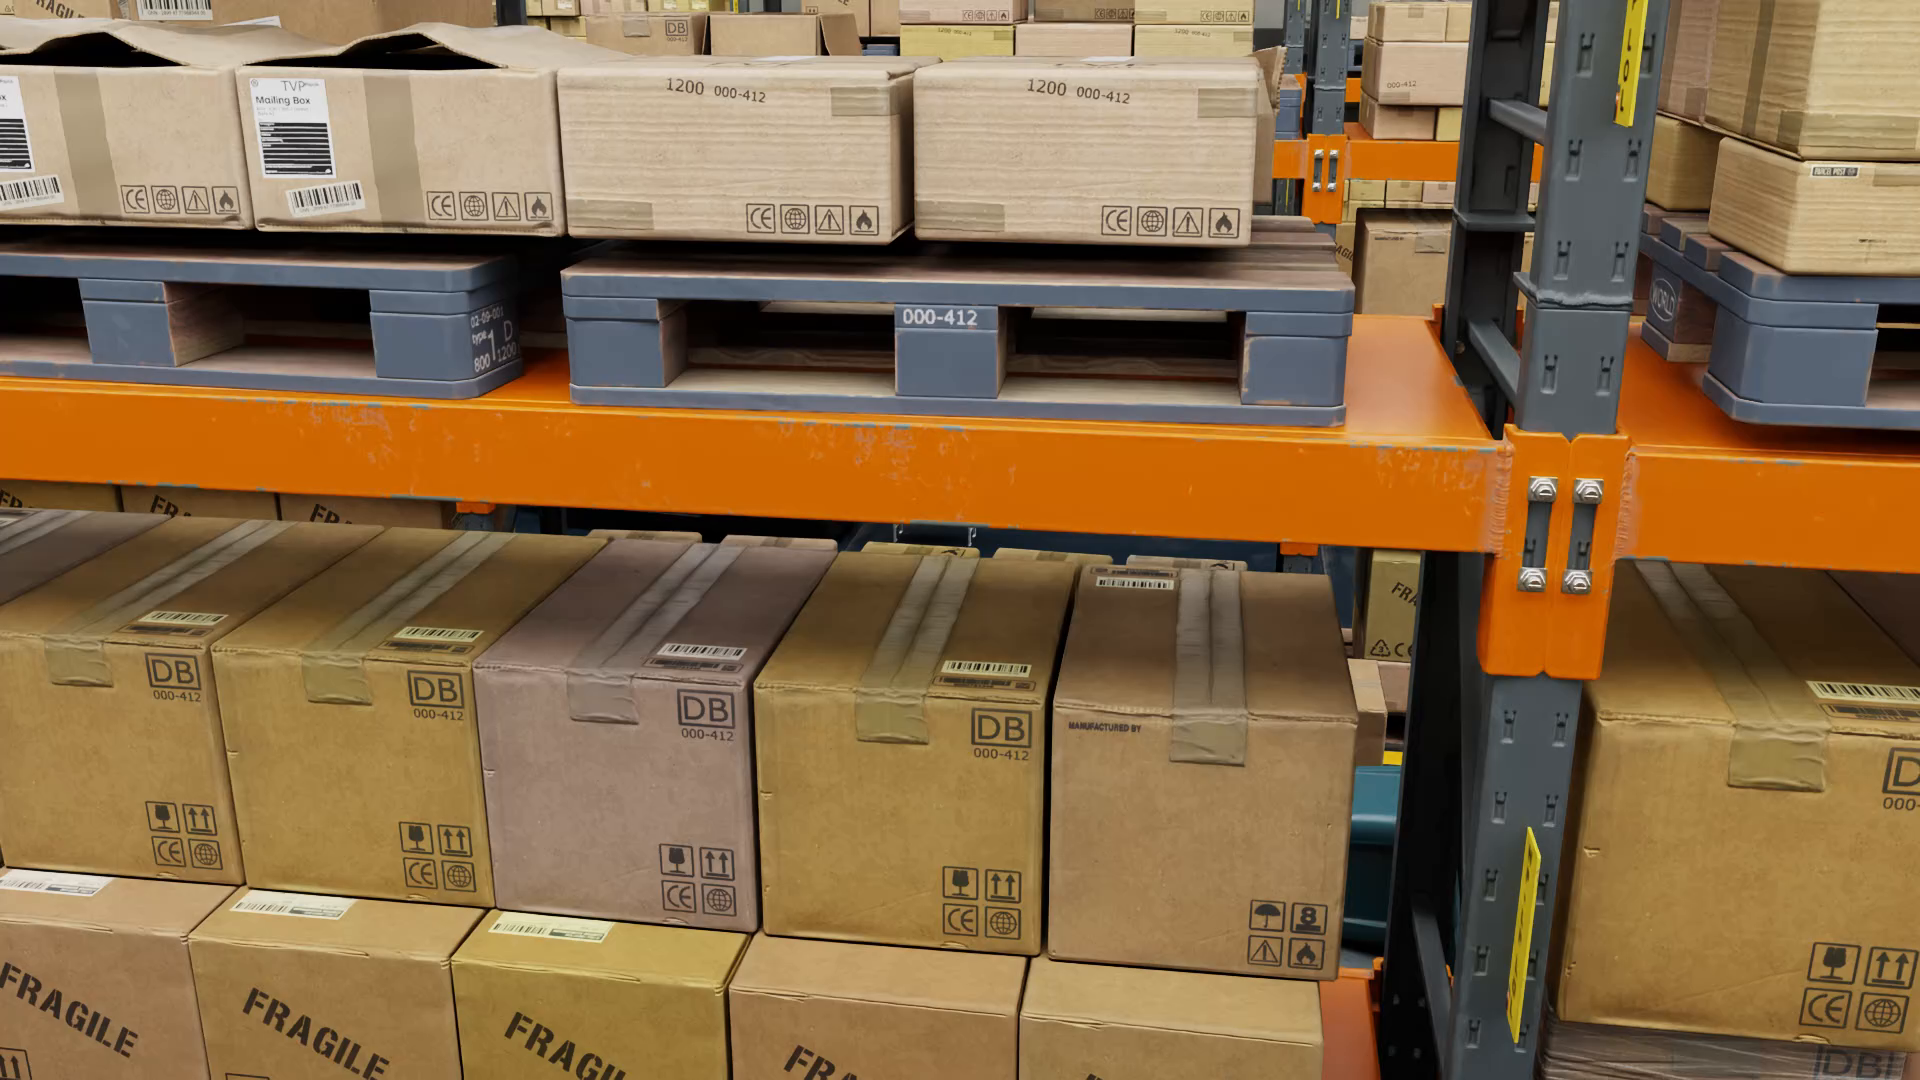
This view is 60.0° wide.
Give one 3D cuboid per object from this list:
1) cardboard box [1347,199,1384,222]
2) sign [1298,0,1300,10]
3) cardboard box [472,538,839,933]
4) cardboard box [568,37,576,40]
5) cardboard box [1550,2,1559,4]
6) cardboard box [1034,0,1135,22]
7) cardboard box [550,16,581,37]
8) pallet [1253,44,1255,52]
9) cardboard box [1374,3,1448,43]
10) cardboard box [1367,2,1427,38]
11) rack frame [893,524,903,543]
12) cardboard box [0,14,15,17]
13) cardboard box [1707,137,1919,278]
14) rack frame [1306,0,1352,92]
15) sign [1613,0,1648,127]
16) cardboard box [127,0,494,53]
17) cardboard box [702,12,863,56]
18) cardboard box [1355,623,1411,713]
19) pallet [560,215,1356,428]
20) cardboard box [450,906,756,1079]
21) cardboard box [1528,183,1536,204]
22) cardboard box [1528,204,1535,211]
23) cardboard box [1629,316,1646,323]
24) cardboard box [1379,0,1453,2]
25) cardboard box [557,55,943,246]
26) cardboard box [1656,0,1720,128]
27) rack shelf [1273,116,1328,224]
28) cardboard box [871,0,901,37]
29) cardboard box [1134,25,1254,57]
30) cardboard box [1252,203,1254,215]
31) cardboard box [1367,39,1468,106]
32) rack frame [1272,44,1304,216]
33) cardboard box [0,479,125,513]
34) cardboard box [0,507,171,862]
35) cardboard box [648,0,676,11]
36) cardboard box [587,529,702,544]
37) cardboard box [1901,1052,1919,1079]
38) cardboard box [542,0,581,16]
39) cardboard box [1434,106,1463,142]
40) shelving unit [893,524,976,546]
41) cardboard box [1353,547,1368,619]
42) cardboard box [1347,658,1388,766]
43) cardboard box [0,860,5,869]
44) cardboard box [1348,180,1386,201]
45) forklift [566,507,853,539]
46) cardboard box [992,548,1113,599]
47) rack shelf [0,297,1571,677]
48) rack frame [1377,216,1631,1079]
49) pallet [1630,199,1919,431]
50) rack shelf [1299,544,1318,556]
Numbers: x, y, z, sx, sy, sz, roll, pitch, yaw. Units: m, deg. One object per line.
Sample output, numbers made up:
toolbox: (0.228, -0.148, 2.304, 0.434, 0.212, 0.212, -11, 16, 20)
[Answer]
cardboard box: (2.940, -2.406, 12.088, 0.250, 0.149, 0.380, 3, 19, 10)
sign: (2.334, -3.809, 11.421, 0.005, 0.325, 0.100, 3, 19, 9)
cardboard box: (-0.556, 0.353, 3.287, 0.500, 0.500, 0.700, 3, 19, 9)
cardboard box: (-3.074, -3.715, 12.688, 0.500, 0.250, 0.500, 3, 19, 9)
cardboard box: (2.763, -2.339, 7.478, 0.250, 0.149, 0.380, 3, 19, 10)
cardboard box: (0.620, -2.572, 7.821, 0.500, 0.250, 0.500, 3, 19, 7)
cardboard box: (-2.926, -3.914, 12.654, 0.250, 0.149, 0.380, 3, 19, 9)
pallet: (1.538, -3.534, 12.213, 1.217, 0.209, 0.805, 2, 19, 6)
cardboard box: (1.887, -2.170, 6.974, 0.250, 0.149, 0.380, 3, 19, 8)
cardboard box: (1.975, -2.341, 7.484, 0.250, 0.149, 0.380, 3, 19, 10)
rack frame: (-0.404, -0.590, 10.674, 0.015, 1.200, 0.240, 3, 19, 9)
cardboard box: (-7.520, -4.083, 13.319, 0.500, 0.250, 0.500, 3, 19, 8)
cardboard box: (1.247, -0.476, 2.348, 0.250, 0.149, 0.380, 3, 19, 8)
rack frame: (1.627, -3.452, 6.938, 0.127, 3.000, 1.000, 3, 19, 9)
sign: (0.865, -0.698, 2.123, 0.005, 0.325, 0.100, 3, 19, 9)
cardboard box: (-1.247, -0.969, 3.268, 0.500, 0.500, 0.500, 3, 19, 9)
cardboard box: (-0.812, -2.212, 7.797, 0.637, 0.503, 0.797, 3, 19, 9)
cardboard box: (2.167, 0.612, 7.918, 0.500, 0.250, 0.500, 2, 19, 6)
pallet: (0.029, -0.414, 2.886, 1.217, 0.209, 0.805, 2, 19, 6)
cardboard box: (-0.614, 0.908, 3.204, 0.500, 0.500, 0.500, 3, 19, 9)
cardboard box: (3.963, -2.509, 11.927, 0.250, 0.149, 0.380, 3, 19, 8)
cardboard box: (3.943, -2.345, 11.906, 0.250, 0.149, 0.380, 2, 19, 7)
cardboard box: (3.020, -1.113, 7.201, 0.500, 0.500, 0.700, 3, 19, 7)
cardboard box: (3.194, -3.671, 11.641, 0.500, 0.311, 0.500, 3, 19, 10)
cardboard box: (-0.312, -0.642, 2.685, 0.500, 0.250, 0.500, 3, 19, 8)
cardboard box: (1.469, -0.846, 2.825, 0.500, 0.250, 0.500, 3, 19, 8)
rack shelf: (-0.347, -1.789, 7.829, 4.000, 0.370, 1.077, 3, 19, 9)
cardboard box: (-0.348, -3.973, 12.246, 0.500, 0.500, 0.700, 3, 19, 8)
cardboard box: (1.028, -2.142, 7.323, 0.500, 0.250, 0.500, 3, 19, 8)
cardboard box: (2.038, -2.465, 12.263, 0.250, 0.149, 0.380, 4, 19, 11)
cardboard box: (2.018, -1.992, 7.068, 0.500, 0.250, 0.500, 3, 19, 7)
rack frame: (2.411, -2.162, 12.538, 0.127, 3.000, 1.000, 3, 19, 9)
cardboard box: (-4.754, -0.152, 9.217, 0.875, 0.875, 0.875, 3, 19, 10)
cardboard box: (-2.066, 0.277, 3.516, 0.500, 0.500, 0.700, 3, 19, 8)
cardboard box: (-2.168, -4.016, 12.491, 0.250, 0.149, 0.380, 2, 19, 7)
cardboard box: (-1.766, 0.270, 8.748, 0.625, 0.372, 0.950, 2, 19, 5)
cardboard box: (1.855, 0.913, 3.110, 0.550, 0.550, 0.875, 3, 19, 9)
cardboard box: (-2.957, -4.023, 12.511, 0.250, 0.149, 0.380, 3, 19, 7)
cardboard box: (2.145, -1.786, 7.083, 0.250, 0.149, 0.380, 3, 19, 9)
shelving unit: (-0.163, -0.577, 10.638, 0.503, 1.200, 0.258, 3, 19, 9)
cardboard box: (2.254, 0.088, 8.303, 0.500, 0.500, 0.500, 3, 19, 8)
cardboard box: (1.375, 0.778, 6.495, 0.500, 0.500, 0.500, 3, 19, 9)
cardboard box: (-2.105, 0.832, 3.432, 0.500, 0.500, 0.500, 3, 19, 8)
cardboard box: (2.954, -2.570, 12.108, 0.250, 0.149, 0.380, 3, 19, 9)
forklift: (-2.114, -1.614, 11.007, 3.031, 2.935, 1.130, 6, 19, 16)
cardboard box: (0.399, 0.379, 8.422, 0.625, 0.372, 0.950, 4, 19, 12)
rack shelf: (-1.033, -0.233, 3.179, 4.000, 0.370, 1.077, 3, 19, 9)
rack frame: (0.942, 0.949, 3.240, 0.127, 3.000, 1.000, 3, 19, 9)
pallet: (1.748, -0.387, 2.645, 1.213, 0.211, 1.003, 3, 19, 9)
rack shelf: (3.602, -0.165, 7.703, 4.000, 0.370, 1.077, 3, 19, 9)
